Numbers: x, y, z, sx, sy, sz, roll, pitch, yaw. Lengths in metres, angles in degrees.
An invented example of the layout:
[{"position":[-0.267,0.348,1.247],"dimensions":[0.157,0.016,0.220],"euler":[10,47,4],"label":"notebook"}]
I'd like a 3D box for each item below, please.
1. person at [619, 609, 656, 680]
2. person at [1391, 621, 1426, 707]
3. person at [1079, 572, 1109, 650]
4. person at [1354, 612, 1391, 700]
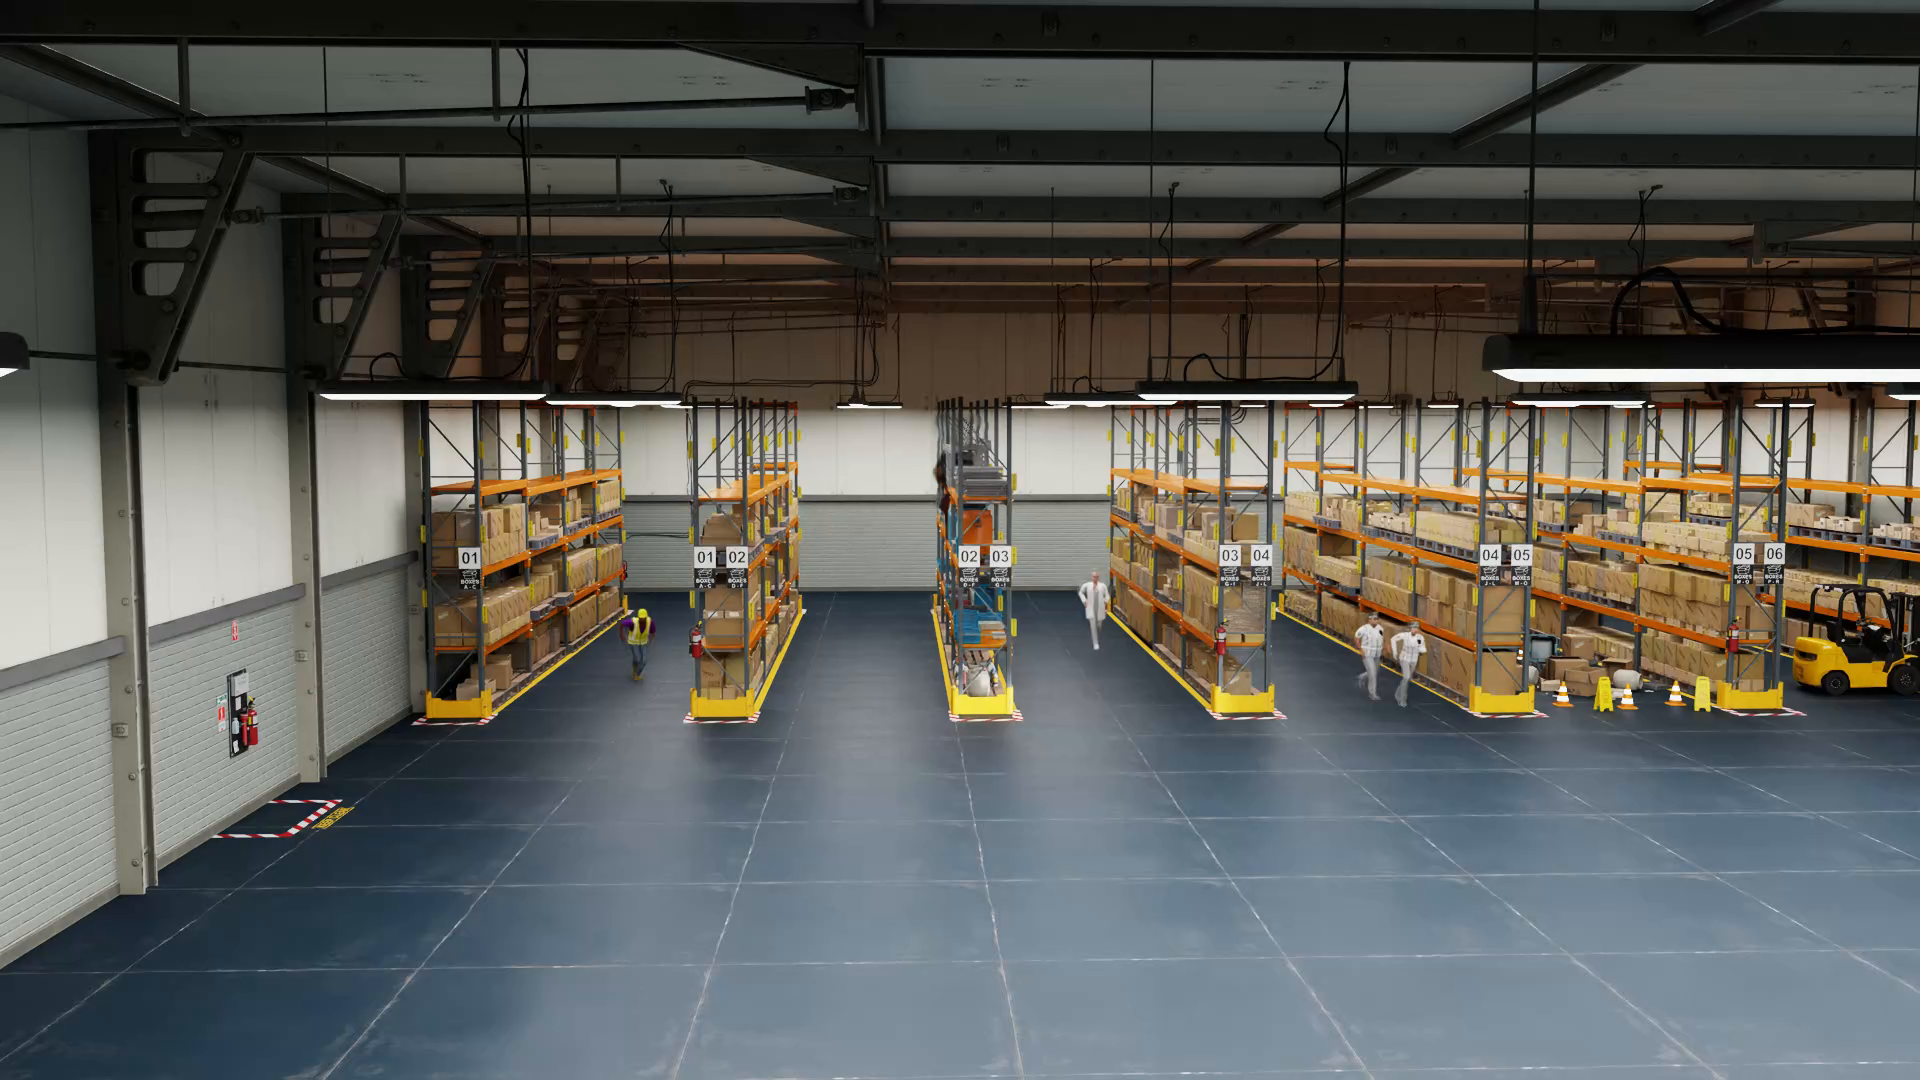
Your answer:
[{"position":[-6.805,2.223,35.109],"dimensions":[0.734,1.577,0.836],"euler":[-2,5,-27],"label":"person"},{"position":[8.759,2.416,32.495],"dimensions":[0.605,1.735,0.779],"euler":[-1,4,-9],"label":"person"},{"position":[3.127,1.620,38.683],"dimensions":[0.711,1.765,0.880],"euler":[0,4,-3],"label":"person"},{"position":[8.192,2.288,33.347],"dimensions":[0.644,1.758,0.841],"euler":[-2,5,-23],"label":"person"}]
